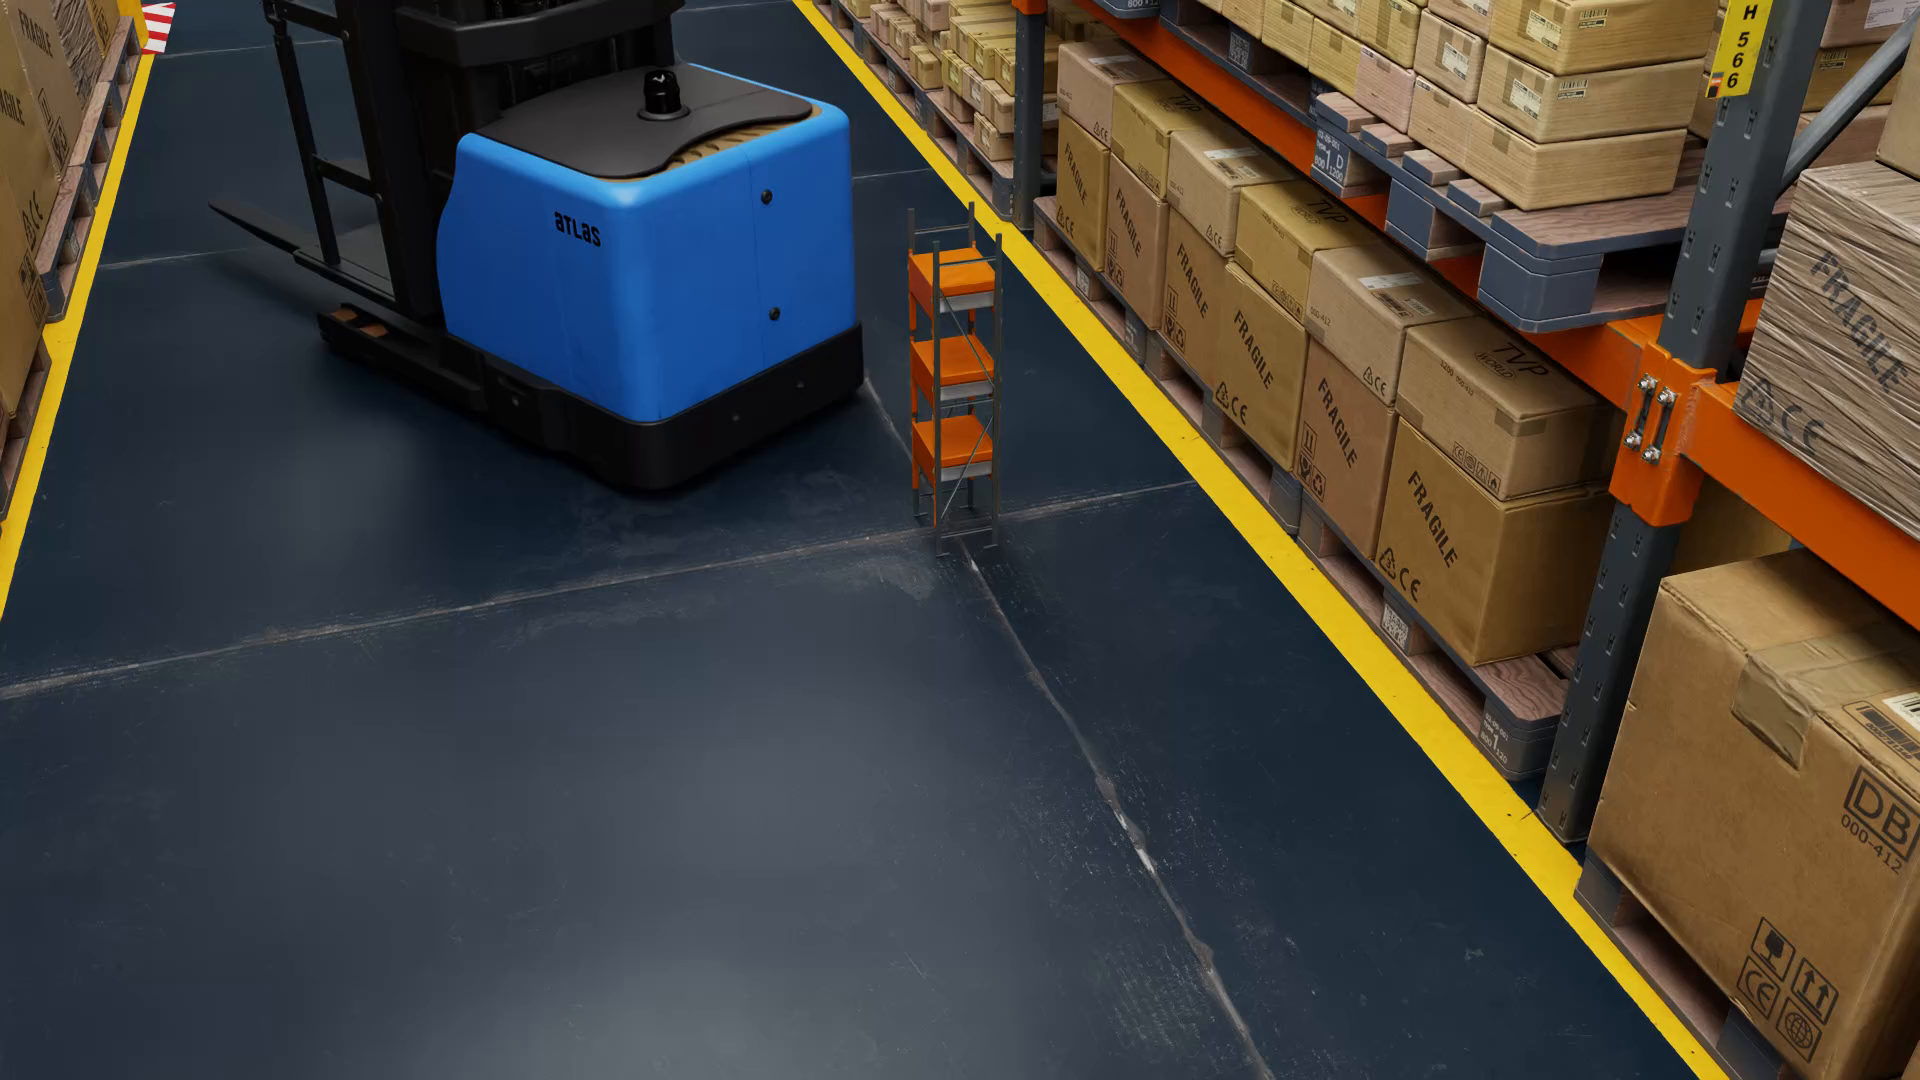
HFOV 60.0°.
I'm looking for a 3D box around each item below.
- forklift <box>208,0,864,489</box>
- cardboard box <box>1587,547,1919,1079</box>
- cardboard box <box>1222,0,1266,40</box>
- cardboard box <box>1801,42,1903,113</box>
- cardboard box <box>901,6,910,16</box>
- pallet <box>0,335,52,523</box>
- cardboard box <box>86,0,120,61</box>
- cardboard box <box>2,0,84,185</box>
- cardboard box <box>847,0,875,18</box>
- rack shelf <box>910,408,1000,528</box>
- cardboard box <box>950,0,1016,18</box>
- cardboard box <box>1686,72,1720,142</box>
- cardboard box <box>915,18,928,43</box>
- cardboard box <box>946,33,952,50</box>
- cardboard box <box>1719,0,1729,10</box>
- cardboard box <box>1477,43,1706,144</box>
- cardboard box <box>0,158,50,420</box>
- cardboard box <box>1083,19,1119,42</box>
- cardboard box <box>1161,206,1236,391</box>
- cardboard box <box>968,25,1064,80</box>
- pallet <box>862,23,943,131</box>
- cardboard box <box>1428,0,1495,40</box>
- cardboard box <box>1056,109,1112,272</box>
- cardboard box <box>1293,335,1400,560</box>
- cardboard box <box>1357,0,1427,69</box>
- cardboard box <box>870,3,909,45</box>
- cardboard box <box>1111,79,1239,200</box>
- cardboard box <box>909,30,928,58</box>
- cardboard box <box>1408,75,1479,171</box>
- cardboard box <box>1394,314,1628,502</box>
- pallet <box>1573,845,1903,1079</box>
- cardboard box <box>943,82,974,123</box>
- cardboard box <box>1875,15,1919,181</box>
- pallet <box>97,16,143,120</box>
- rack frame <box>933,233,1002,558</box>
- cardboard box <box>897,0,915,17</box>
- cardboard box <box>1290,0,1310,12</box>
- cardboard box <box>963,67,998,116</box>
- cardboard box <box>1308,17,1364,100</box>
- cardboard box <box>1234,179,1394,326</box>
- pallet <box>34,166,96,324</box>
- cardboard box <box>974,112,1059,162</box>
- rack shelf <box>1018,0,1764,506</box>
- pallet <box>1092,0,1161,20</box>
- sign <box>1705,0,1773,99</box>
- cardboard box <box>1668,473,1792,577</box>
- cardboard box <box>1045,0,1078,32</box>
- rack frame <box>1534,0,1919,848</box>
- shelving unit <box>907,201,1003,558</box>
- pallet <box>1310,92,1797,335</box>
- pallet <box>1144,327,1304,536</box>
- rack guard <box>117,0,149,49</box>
[{"bbox_3d":[-1.797,-2.062,5.713,3.031,2.935,1.130,25,41,33],"label":"forklift"},{"bbox_3d":[2.045,0.489,3.449,1.050,0.750,0.750,-10,35,-15],"label":"cardboard box"},{"bbox_3d":[0.971,-1.536,4.700,0.380,0.149,0.250,-9,35,-13],"label":"cardboard box"},{"bbox_3d":[1.989,-1.091,3.758,0.380,0.149,0.250,-8,34,-13],"label":"cardboard box"},{"bbox_3d":[-0.123,-2.923,8.887,0.380,0.149,0.250,-8,34,-12],"label":"cardboard box"},{"bbox_3d":[-3.722,-0.373,5.622,1.003,0.211,1.213,-10,35,-15],"label":"pallet"},{"bbox_3d":[-4.978,-2.995,8.608,0.875,0.875,0.875,-10,35,-15],"label":"cardboard box"},{"bbox_3d":[-4.429,-2.050,7.177,0.875,0.875,0.875,-10,35,-15],"label":"cardboard box"},{"bbox_3d":[-0.427,-3.061,9.366,0.380,0.149,0.250,-10,35,-14],"label":"cardboard box"},{"bbox_3d":[-0.016,-0.225,5.162,0.215,0.259,0.240,-10,35,-15],"label":"rack shelf"},{"bbox_3d":[0.165,-2.493,7.967,0.380,0.149,0.250,-9,34,-13],"label":"cardboard box"},{"bbox_3d":[1.919,-1.090,4.025,0.380,0.149,0.250,-8,34,-12],"label":"cardboard box"},{"bbox_3d":[-0.009,-2.632,8.447,0.380,0.149,0.250,-12,35,-17],"label":"cardboard box"},{"bbox_3d":[0.150,-2.357,8.032,0.380,0.149,0.250,-10,35,-14],"label":"cardboard box"},{"bbox_3d":[1.904,-1.344,3.870,0.380,0.149,0.250,-11,35,-16],"label":"cardboard box"},{"bbox_3d":[1.361,-0.987,3.600,0.380,0.149,0.250,-9,35,-14],"label":"cardboard box"},{"bbox_3d":[-3.815,-0.885,5.414,1.225,0.875,0.875,-10,35,-15],"label":"cardboard box"},{"bbox_3d":[0.790,-2.314,7.696,0.380,0.149,0.250,-8,34,-12],"label":"cardboard box"},{"bbox_3d":[1.033,-0.859,5.716,0.500,0.500,0.500,-9,35,-14],"label":"cardboard box"},{"bbox_3d":[0.253,-2.214,7.545,0.380,0.149,0.250,-10,35,-14],"label":"cardboard box"},{"bbox_3d":[0.111,-2.534,8.894,1.003,0.211,1.213,-10,35,-15],"label":"pallet"},{"bbox_3d":[1.285,-1.240,3.714,0.380,0.149,0.250,-10,35,-15],"label":"cardboard box"},{"bbox_3d":[0.698,-1.409,6.548,0.500,0.500,0.500,-9,34,-13],"label":"cardboard box"},{"bbox_3d":[1.341,-0.316,4.895,0.500,0.500,0.500,-9,34,-13],"label":"cardboard box"},{"bbox_3d":[1.195,-1.264,4.020,0.380,0.149,0.250,-9,35,-14],"label":"cardboard box"},{"bbox_3d":[-0.265,-2.798,8.968,0.380,0.149,0.250,-12,35,-17],"label":"cardboard box"},{"bbox_3d":[0.864,-1.443,5.919,0.500,0.250,0.500,-9,35,-13],"label":"cardboard box"},{"bbox_3d":[-0.050,-2.536,8.571,0.380,0.149,0.250,-9,35,-14],"label":"cardboard box"},{"bbox_3d":[1.283,-0.992,3.878,0.380,0.149,0.250,-10,35,-15],"label":"cardboard box"},{"bbox_3d":[1.487,-0.370,4.295,0.500,0.250,0.500,-11,35,-16],"label":"cardboard box"},{"bbox_3d":[2.114,0.981,3.575,1.003,0.211,1.213,-10,35,-15],"label":"pallet"},{"bbox_3d":[0.139,-2.122,7.946,0.380,0.149,0.250,-11,35,-16],"label":"cardboard box"},{"bbox_3d":[2.072,-0.831,2.789,0.700,0.500,0.500,-10,35,-15],"label":"cardboard box"},{"bbox_3d":[-4.931,-2.459,8.779,1.003,0.211,1.213,-10,35,-15],"label":"pallet"},{"bbox_3d":[0.021,-0.402,4.906,0.200,1.050,0.008,-10,35,-15],"label":"rack frame"},{"bbox_3d":[-0.099,-2.759,8.370,0.380,0.149,0.250,-11,35,-16],"label":"cardboard box"},{"bbox_3d":[1.045,-1.527,4.417,0.380,0.149,0.250,-10,35,-15],"label":"cardboard box"},{"bbox_3d":[0.232,-2.071,7.599,0.380,0.149,0.250,-12,35,-17],"label":"cardboard box"},{"bbox_3d":[1.131,-1.259,4.281,0.380,0.149,0.250,-10,35,-15],"label":"cardboard box"},{"bbox_3d":[1.182,-0.902,5.101,0.500,0.250,0.500,-9,35,-14],"label":"cardboard box"},{"bbox_3d":[-4.187,-1.177,6.840,1.003,0.211,1.213,-10,35,-15],"label":"pallet"},{"bbox_3d":[0.281,-1.844,7.525,0.380,0.149,0.250,-10,35,-14],"label":"cardboard box"},{"bbox_3d":[1.335,-1.359,5.239,1.077,0.370,4.000,-10,35,-15],"label":"rack shelf"},{"bbox_3d":[0.819,-2.204,6.038,1.003,0.211,1.213,-10,35,-15],"label":"pallet"},{"bbox_3d":[1.431,-0.963,3.008,0.100,0.325,0.005,-10,35,-15],"label":"sign"},{"bbox_3d":[1.972,-0.156,4.652,0.500,0.500,0.500,-11,35,-17],"label":"cardboard box"},{"bbox_3d":[0.564,-2.571,8.086,0.380,0.149,0.250,-11,35,-16],"label":"cardboard box"},{"bbox_3d":[1.945,-0.609,3.451,1.000,3.000,0.127,-10,35,-15],"label":"rack frame"},{"bbox_3d":[-0.016,-0.466,5.003,0.215,1.050,0.252,-10,35,-15],"label":"shelving unit"},{"bbox_3d":[1.626,-0.886,4.043,1.213,0.211,1.003,-10,35,-15],"label":"pallet"},{"bbox_3d":[1.340,-0.496,5.809,1.003,0.211,1.213,-10,35,-15],"label":"pallet"},{"bbox_3d":[-5.257,-2.998,9.334,1.175,0.500,0.348,-10,35,-15],"label":"rack guard"}]
